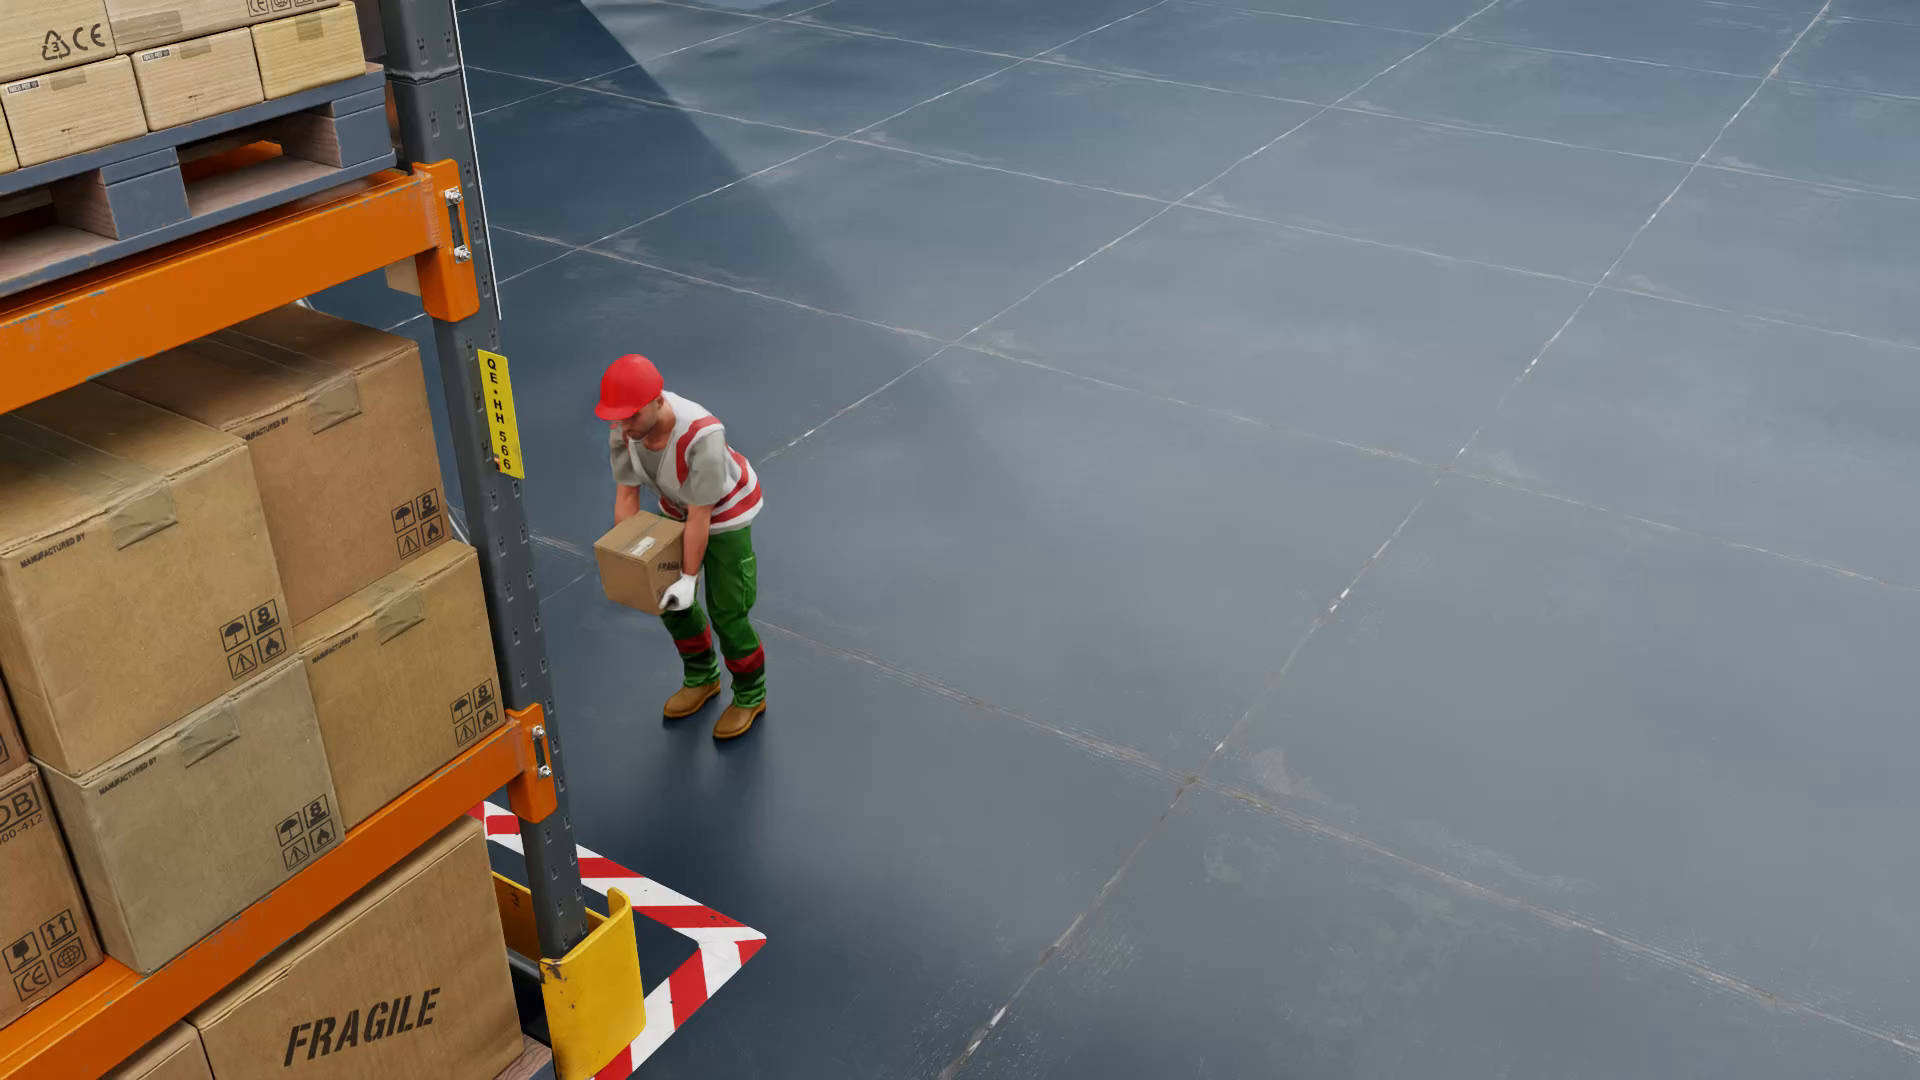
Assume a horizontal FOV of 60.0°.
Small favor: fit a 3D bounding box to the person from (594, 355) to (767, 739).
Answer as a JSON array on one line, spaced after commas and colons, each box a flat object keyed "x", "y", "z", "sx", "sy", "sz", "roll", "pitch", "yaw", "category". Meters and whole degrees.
[{"x": -1.033, "y": 0.021, "z": 6.188, "sx": 0.489, "sy": 1.669, "sz": 0.691, "roll": 17, "pitch": 34, "yaw": 26, "category": "person"}]
